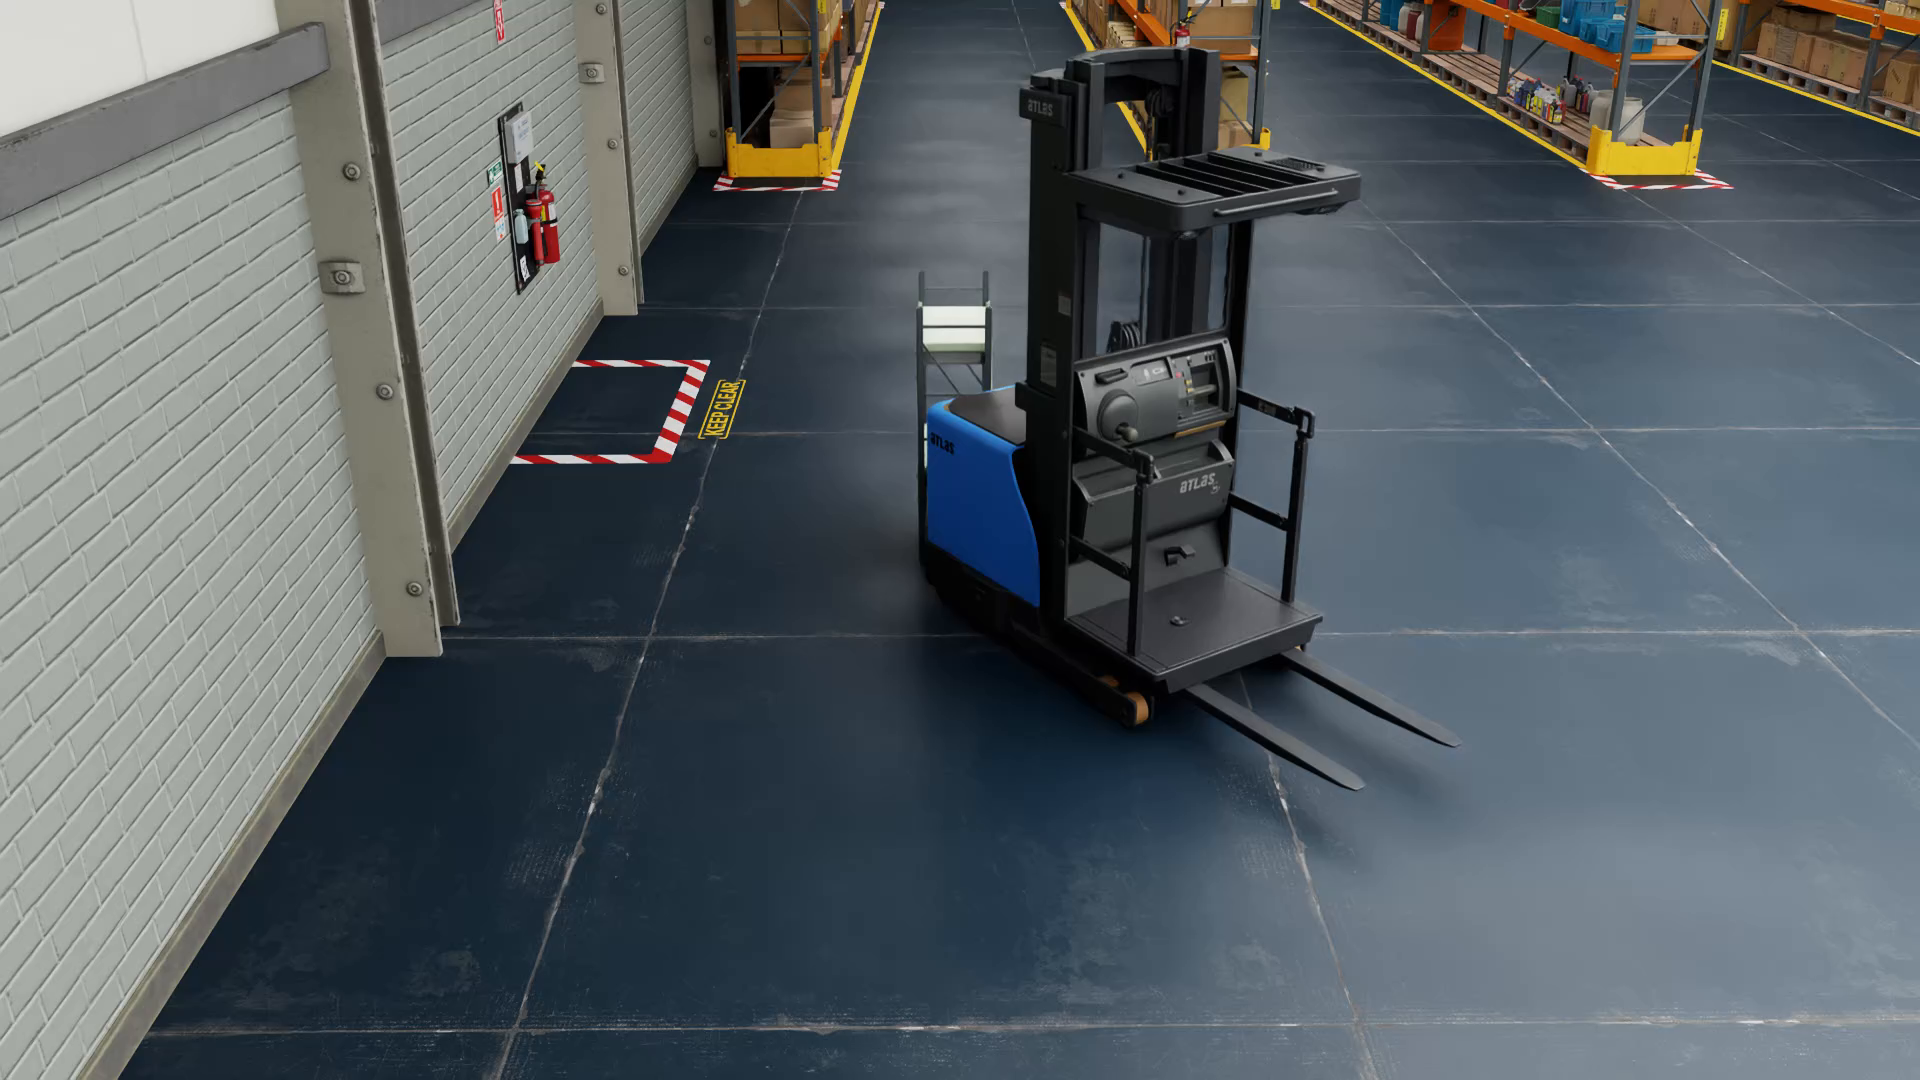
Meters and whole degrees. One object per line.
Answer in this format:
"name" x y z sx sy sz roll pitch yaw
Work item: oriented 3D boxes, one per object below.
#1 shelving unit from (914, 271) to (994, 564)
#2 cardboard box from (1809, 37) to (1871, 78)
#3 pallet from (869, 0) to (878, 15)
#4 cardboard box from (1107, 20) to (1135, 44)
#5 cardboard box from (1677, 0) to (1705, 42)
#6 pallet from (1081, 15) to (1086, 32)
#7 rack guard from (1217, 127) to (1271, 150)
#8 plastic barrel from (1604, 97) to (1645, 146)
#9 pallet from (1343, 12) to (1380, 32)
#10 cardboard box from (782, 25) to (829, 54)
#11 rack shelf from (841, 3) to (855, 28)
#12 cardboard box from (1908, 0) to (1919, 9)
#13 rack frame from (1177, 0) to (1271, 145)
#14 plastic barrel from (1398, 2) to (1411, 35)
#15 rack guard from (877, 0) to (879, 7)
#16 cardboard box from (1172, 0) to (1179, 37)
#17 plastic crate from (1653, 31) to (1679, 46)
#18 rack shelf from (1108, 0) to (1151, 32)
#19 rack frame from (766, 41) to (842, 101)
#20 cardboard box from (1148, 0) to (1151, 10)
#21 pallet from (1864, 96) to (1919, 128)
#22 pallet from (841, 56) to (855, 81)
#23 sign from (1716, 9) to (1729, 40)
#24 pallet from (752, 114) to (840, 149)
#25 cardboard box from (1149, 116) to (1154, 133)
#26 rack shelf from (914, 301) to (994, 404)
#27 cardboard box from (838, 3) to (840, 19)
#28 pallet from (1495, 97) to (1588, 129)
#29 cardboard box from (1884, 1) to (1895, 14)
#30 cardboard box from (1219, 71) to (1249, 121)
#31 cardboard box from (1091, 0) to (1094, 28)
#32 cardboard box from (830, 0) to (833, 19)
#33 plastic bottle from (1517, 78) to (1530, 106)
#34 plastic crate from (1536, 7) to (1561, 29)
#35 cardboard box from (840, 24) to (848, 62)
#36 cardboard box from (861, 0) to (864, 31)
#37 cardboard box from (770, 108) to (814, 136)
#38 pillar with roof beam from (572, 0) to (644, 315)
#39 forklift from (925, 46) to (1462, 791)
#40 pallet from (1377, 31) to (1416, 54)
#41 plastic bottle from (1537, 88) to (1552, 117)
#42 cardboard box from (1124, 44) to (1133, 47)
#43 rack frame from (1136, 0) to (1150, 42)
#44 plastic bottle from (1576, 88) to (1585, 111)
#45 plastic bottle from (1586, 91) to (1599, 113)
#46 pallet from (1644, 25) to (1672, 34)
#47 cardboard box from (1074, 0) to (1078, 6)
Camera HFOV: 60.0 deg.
"shelving unit" -0.033 -0.702 9.481 0.431 1.500 0.755 0 24 0
"cardboard box" 12.783 -6.974 24.030 0.700 0.500 0.500 -2 24 -5
"pallet" -2.142 -10.511 32.733 1.003 0.211 1.213 0 24 -1
"cardboard box" 2.523 -7.815 25.535 0.500 0.311 0.500 1 24 1
"cardboard box" 12.728 -8.756 27.538 1.225 0.875 0.875 0 24 0
"pallet" 2.761 -9.498 30.495 1.003 0.211 1.213 0 24 -1
"rack guard" 2.899 -4.392 18.855 1.175 0.500 0.348 0 24 -1
"plastic barrel" 7.768 -4.891 19.433 0.421 0.512 0.421 0 24 0
"pallet" 7.674 -9.539 30.585 1.003 0.211 1.213 0 24 -1
"cardboard box" -1.742 -5.661 18.784 0.500 0.250 0.500 -1 24 -2
"rack shelf" -2.120 -7.662 23.924 1.077 0.370 4.000 0 24 -1
"cardboard box" 12.674 -7.022 21.153 0.875 0.500 0.500 0 24 -1
"rack frame" 2.899 -5.541 18.362 1.000 3.000 0.127 0 24 -1
"plastic barrel" 7.634 -8.815 28.110 0.421 0.512 0.421 0 24 0
"rack guard" -2.229 -10.981 33.423 1.175 0.500 0.348 0 24 -1
"cardboard box" 2.896 -6.200 19.697 0.700 0.500 0.500 0 24 0
"plastic crate" 8.164 -5.812 19.280 0.298 0.136 0.250 0 24 -1
"rack shelf" 2.833 -7.686 23.976 1.077 0.370 4.000 0 24 -1
"rack frame" -2.098 -7.166 21.953 1.000 3.000 0.127 0 24 -1
"cardboard box" 2.806 -7.324 22.485 0.500 0.250 0.500 1 24 3
"pallet" 12.803 -5.685 22.064 1.003 0.211 1.213 0 24 -1
"pallet" -2.135 -7.221 25.460 1.003 0.211 1.213 0 24 -1
"sign" 8.402 -5.689 18.352 0.100 0.325 0.005 0 24 -1
"pallet" -2.039 -5.114 20.802 1.003 0.211 1.213 0 24 -1
"cardboard box" 2.573 -5.111 20.238 0.500 0.250 0.500 0 24 -1
"rack shelf" -0.033 -1.057 9.320 0.431 0.370 0.720 0 24 0
"cardboard box" -1.793 -6.707 21.098 0.500 0.250 0.500 0 24 0
"pallet" 7.774 -5.663 22.014 1.003 0.211 1.213 0 24 -1
"cardboard box" 12.462 -7.028 21.954 0.380 0.149 0.250 0 24 -1
"cardboard box" 3.108 -5.249 19.634 0.500 0.500 0.500 0 24 -1
"cardboard box" 2.546 -9.127 28.790 0.500 0.500 0.500 0 24 0
"cardboard box" -1.754 -6.414 19.540 0.500 0.500 0.500 -1 24 -2
"plastic bottle" 7.402 -5.869 21.768 0.144 0.351 0.185 0 24 1
"plastic crate" 7.541 -6.553 20.856 0.450 0.188 0.662 0 24 -1
"cardboard box" -2.082 -7.579 25.367 0.700 0.500 0.500 0 24 0
"cardboard box" -2.036 -9.040 28.198 0.750 0.750 0.750 0 24 1
"cardboard box" -1.978 -5.013 19.923 0.500 0.311 0.500 2 24 4
"pillar with roof beam" 1.443 -6.082 12.278 9.100 9.000 0.400 0 24 -1
"forklift" 1.059 -0.683 7.703 1.130 2.935 3.031 -16 29 -31
"pallet" 7.704 -8.414 28.098 1.003 0.211 1.213 0 24 -1
"plastic bottle" 7.411 -5.540 21.039 0.144 0.351 0.185 1 24 2
"cardboard box" 2.552 -6.763 23.211 0.500 0.311 0.500 0 24 1
"rack frame" 2.855 -7.189 22.006 1.000 3.000 0.127 0 24 -1
"plastic bottle" 8.007 -5.686 21.444 0.061 0.283 0.133 0 24 -1
"plastic bottle" 8.107 -5.626 21.321 0.152 0.276 0.135 0 24 0
"pallet" 12.757 -8.941 29.262 1.003 0.211 1.213 0 24 -1
"cardboard box" 2.457 -10.444 32.006 0.500 0.250 0.500 0 24 -1
